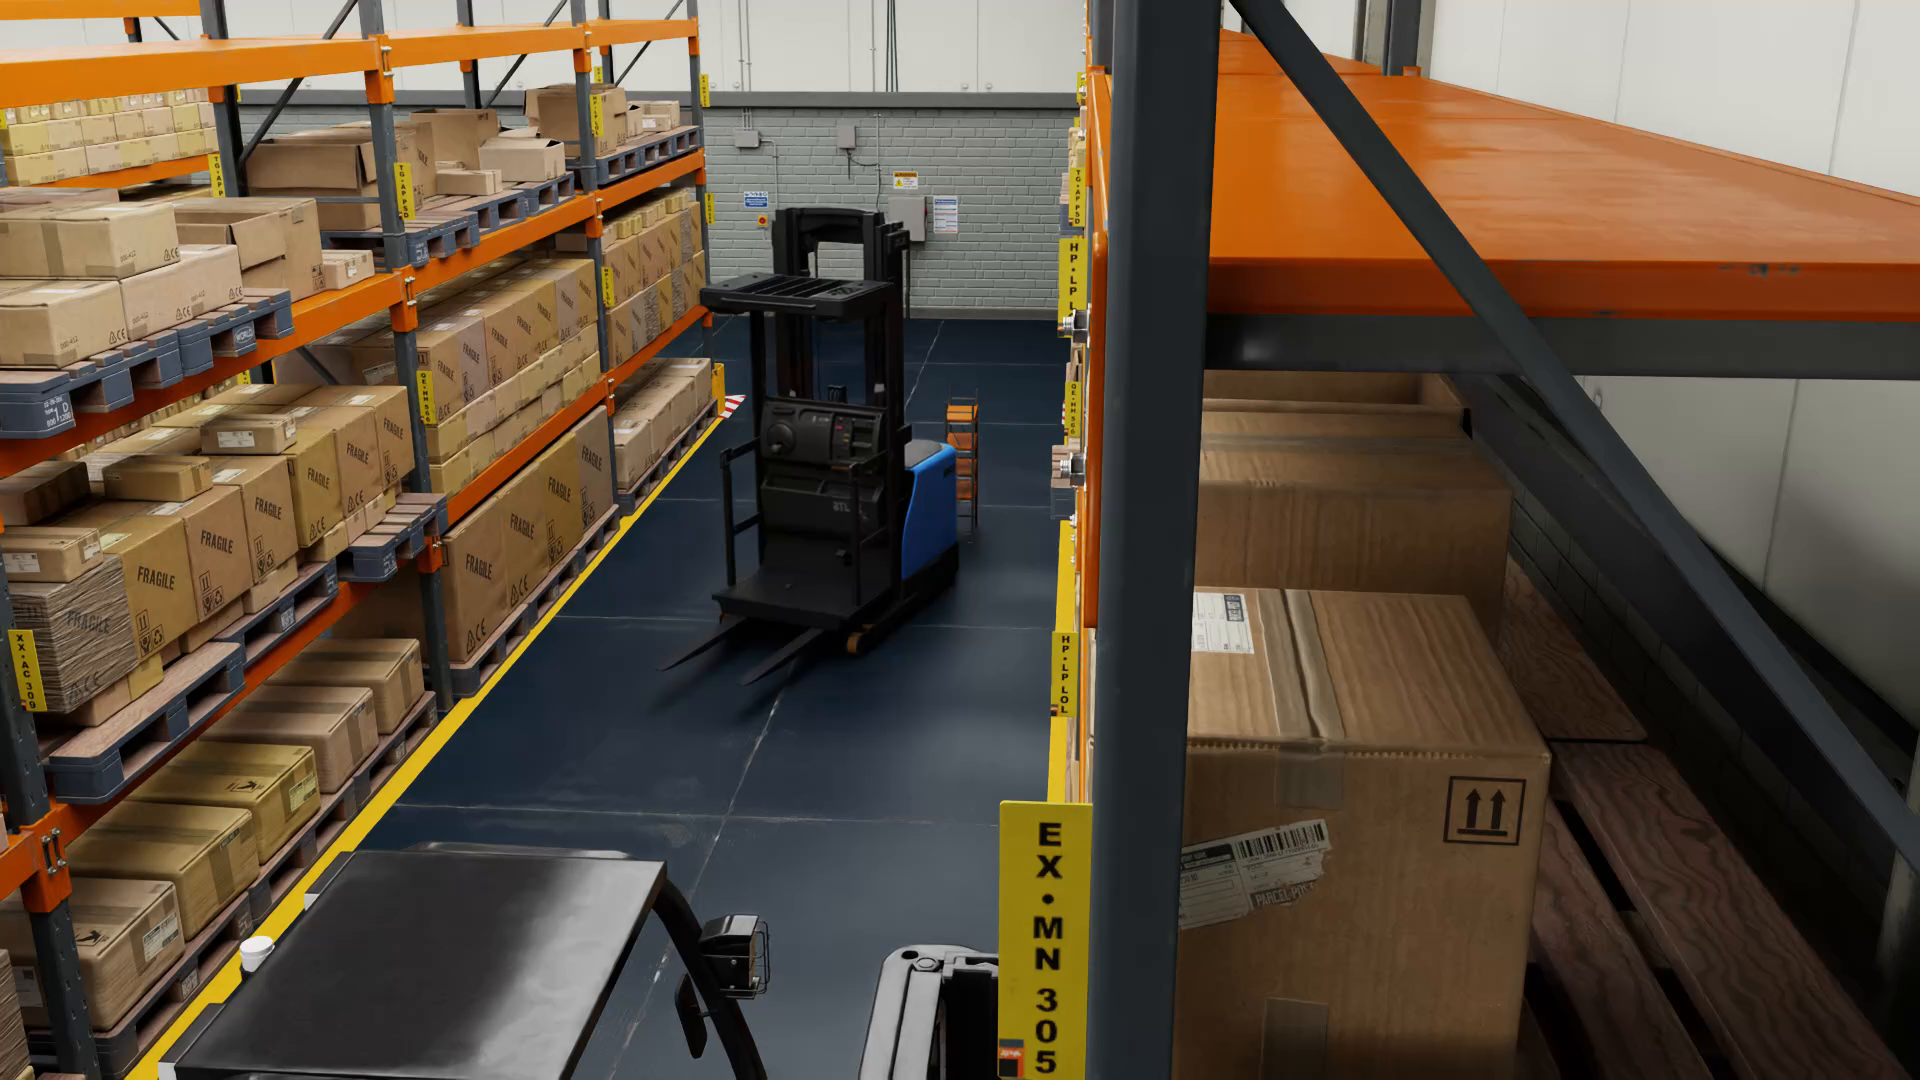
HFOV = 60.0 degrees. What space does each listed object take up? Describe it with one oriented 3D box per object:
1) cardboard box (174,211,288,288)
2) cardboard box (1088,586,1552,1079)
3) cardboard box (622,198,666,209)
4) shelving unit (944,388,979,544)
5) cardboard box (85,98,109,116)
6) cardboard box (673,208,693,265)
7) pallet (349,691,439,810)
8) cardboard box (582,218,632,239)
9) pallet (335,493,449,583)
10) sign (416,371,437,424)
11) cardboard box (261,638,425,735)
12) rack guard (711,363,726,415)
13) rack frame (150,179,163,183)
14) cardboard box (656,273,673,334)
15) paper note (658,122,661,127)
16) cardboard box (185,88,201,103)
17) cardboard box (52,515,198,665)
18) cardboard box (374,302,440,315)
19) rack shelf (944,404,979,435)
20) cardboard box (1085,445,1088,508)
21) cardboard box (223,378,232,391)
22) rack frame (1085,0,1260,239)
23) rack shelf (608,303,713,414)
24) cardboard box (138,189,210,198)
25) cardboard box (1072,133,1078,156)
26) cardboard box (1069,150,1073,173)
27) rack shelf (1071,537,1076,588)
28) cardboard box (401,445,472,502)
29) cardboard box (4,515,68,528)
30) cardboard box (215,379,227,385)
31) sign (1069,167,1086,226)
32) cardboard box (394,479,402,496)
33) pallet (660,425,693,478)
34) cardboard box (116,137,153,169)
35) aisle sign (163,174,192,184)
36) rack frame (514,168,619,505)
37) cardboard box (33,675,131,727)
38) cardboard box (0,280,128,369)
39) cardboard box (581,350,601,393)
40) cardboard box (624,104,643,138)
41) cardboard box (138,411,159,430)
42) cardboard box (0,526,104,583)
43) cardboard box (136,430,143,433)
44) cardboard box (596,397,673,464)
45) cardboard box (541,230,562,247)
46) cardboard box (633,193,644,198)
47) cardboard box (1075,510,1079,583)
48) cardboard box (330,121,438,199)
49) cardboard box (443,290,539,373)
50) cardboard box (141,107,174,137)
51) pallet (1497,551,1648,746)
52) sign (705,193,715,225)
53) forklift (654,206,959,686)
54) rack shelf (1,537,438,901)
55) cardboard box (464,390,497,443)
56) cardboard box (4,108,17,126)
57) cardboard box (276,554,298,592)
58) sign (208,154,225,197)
[{"bbox_3d":[-3.828,-1.351,8.246,0.797,0.503,0.637,1,18,4],"label":"cardboard box"},{"bbox_3d":[0.419,0.380,2.132,0.500,0.500,0.500,2,18,6],"label":"cardboard box"},{"bbox_3d":[-3.077,-3.232,16.162,0.380,0.149,0.250,1,18,3],"label":"cardboard box"},{"bbox_3d":[0.012,-0.622,13.893,0.258,1.200,0.503,1,18,4],"label":"shelving unit"},{"bbox_3d":[-8.001,-3.946,15.128,0.380,0.149,0.250,2,18,7],"label":"cardboard box"},{"bbox_3d":[-2.979,-3.040,16.618,0.500,0.500,0.500,1,18,4],"label":"cardboard box"},{"bbox_3d":[-3.805,1.217,9.871,1.003,0.211,1.213,1,18,4],"label":"pallet"},{"bbox_3d":[-3.122,-2.753,14.698,0.380,0.149,0.250,1,18,4],"label":"cardboard box"},{"bbox_3d":[-3.692,-0.036,9.524,1.213,0.211,1.003,1,18,4],"label":"pallet"},{"bbox_3d":[-3.206,-0.854,9.981,0.100,0.325,0.005,1,18,4],"label":"sign"},{"bbox_3d":[-3.798,0.873,9.986,0.950,0.372,0.625,0,18,0],"label":"cardboard box"},{"bbox_3d":[-3.172,-1.655,18.172,1.175,0.500,0.348,1,18,4],"label":"rack guard"},{"bbox_3d":[-8.119,-2.915,18.001,1.000,3.000,0.127,1,18,4],"label":"rack frame"},{"bbox_3d":[-3.047,-2.251,15.816,0.500,0.500,0.500,2,18,6],"label":"cardboard box"},{"bbox_3d":[-2.744,-3.797,15.196,0.006,0.032,0.123,1,18,4],"label":"paper note"},{"bbox_3d":[-7.943,-4.511,16.854,0.380,0.149,0.250,2,18,5],"label":"cardboard box"},{"bbox_3d":[-3.679,0.208,7.158,0.500,0.500,0.500,1,18,4],"label":"cardboard box"},{"bbox_3d":[-3.901,-1.354,11.471,0.500,0.500,0.500,1,18,4],"label":"cardboard box"},{"bbox_3d":[0.012,-0.995,13.771,0.258,0.148,0.480,1,18,4],"label":"rack shelf"},{"bbox_3d":[0.527,-0.181,4.409,0.380,0.149,0.250,2,18,6],"label":"cardboard box"},{"bbox_3d":[-7.944,-1.651,17.570,0.380,0.149,0.250,1,18,3],"label":"cardboard box"},{"bbox_3d":[1.204,-3.092,8.908,1.000,3.000,0.127,1,18,4],"label":"rack frame"},{"bbox_3d":[-3.317,-1.873,15.976,1.077,0.370,4.000,1,18,4],"label":"rack shelf"},{"bbox_3d":[-7.940,-3.274,16.853,0.500,0.500,0.500,1,18,2],"label":"cardboard box"},{"bbox_3d":[1.023,-2.933,12.330,0.380,0.149,0.250,1,18,3],"label":"cardboard box"},{"bbox_3d":[1.019,-2.873,12.626,0.380,0.149,0.250,1,18,5],"label":"cardboard box"},{"bbox_3d":[1.060,0.722,8.059,1.077,0.370,4.000,1,18,4],"label":"rack shelf"},{"bbox_3d":[-3.461,-0.426,10.647,0.500,0.250,0.500,1,18,3],"label":"cardboard box"},{"bbox_3d":[-4.196,0.200,7.182,0.500,0.500,0.500,1,18,4],"label":"cardboard box"},{"bbox_3d":[-7.871,-1.712,17.280,0.380,0.149,0.250,1,18,3],"label":"cardboard box"},{"bbox_3d":[0.663,-1.925,9.334,0.100,0.325,0.005,1,18,4],"label":"sign"},{"bbox_3d":[-3.536,-0.324,9.824,0.380,0.149,0.250,2,18,6],"label":"cardboard box"},{"bbox_3d":[-3.243,-0.883,16.277,1.003,0.211,1.213,1,18,4],"label":"pallet"},{"bbox_3d":[-7.984,-3.644,15.650,0.500,0.250,0.500,2,18,6],"label":"cardboard box"},{"bbox_3d":[-8.412,-4.180,17.686,0.394,0.787,0.004,1,18,4],"label":"aisle sign"},{"bbox_3d":[-3.461,-1.593,13.968,1.000,3.000,0.127,1,18,4],"label":"rack frame"},{"bbox_3d":[-3.679,0.647,6.862,0.380,0.149,0.250,2,18,5],"label":"cardboard box"},{"bbox_3d":[-3.592,-0.835,6.403,0.500,0.250,0.500,1,18,2],"label":"cardboard box"},{"bbox_3d":[-3.241,-1.377,13.549,0.500,0.250,0.500,1,18,3],"label":"cardboard box"},{"bbox_3d":[-3.331,-4.002,15.810,0.500,0.311,0.500,2,18,5],"label":"cardboard box"},{"bbox_3d":[-8.003,-1.167,16.093,0.380,0.149,0.250,1,18,3],"label":"cardboard box"},{"bbox_3d":[-3.648,0.056,6.579,0.380,0.149,0.250,1,18,4],"label":"cardboard box"},{"bbox_3d":[-8.006,-1.027,16.144,0.380,0.149,0.250,1,18,2],"label":"cardboard box"},{"bbox_3d":[-3.245,-1.046,15.738,0.875,0.438,0.875,1,18,2],"label":"cardboard box"},{"bbox_3d":[-3.629,-2.606,14.252,0.380,0.149,0.250,2,18,5],"label":"cardboard box"},{"bbox_3d":[-3.423,-3.479,16.917,0.380,0.149,0.250,2,18,5],"label":"cardboard box"},{"bbox_3d":[0.836,0.042,8.415,0.500,0.250,0.500,1,18,3],"label":"cardboard box"},{"bbox_3d":[-3.910,-2.577,11.319,0.500,0.500,0.500,1,18,4],"label":"cardboard box"},{"bbox_3d":[-3.350,-1.493,11.895,0.500,0.500,0.500,2,18,5],"label":"cardboard box"},{"bbox_3d":[-7.973,-4.040,16.056,0.500,0.250,0.500,2,18,5],"label":"cardboard box"},{"bbox_3d":[0.792,0.261,3.634,1.003,0.211,1.213,1,18,4],"label":"pallet"},{"bbox_3d":[-2.634,-3.482,17.492,0.100,0.325,0.005,1,18,4],"label":"sign"},{"bbox_3d":[-1.059,-0.743,11.484,1.130,2.935,3.031,8,20,22],"label":"forklift"},{"bbox_3d":[-3.891,0.612,8.393,1.077,0.370,4.000,1,18,4],"label":"rack shelf"},{"bbox_3d":[-3.427,-0.830,11.076,0.500,0.250,0.500,2,18,5],"label":"cardboard box"},{"bbox_3d":[-8.143,-3.539,13.885,0.380,0.149,0.250,1,18,3],"label":"cardboard box"},{"bbox_3d":[-3.568,0.159,8.350,0.380,0.149,0.250,1,18,2],"label":"cardboard box"},{"bbox_3d":[-4.300,-2.075,9.663,0.100,0.325,0.005,1,18,4],"label":"sign"}]
